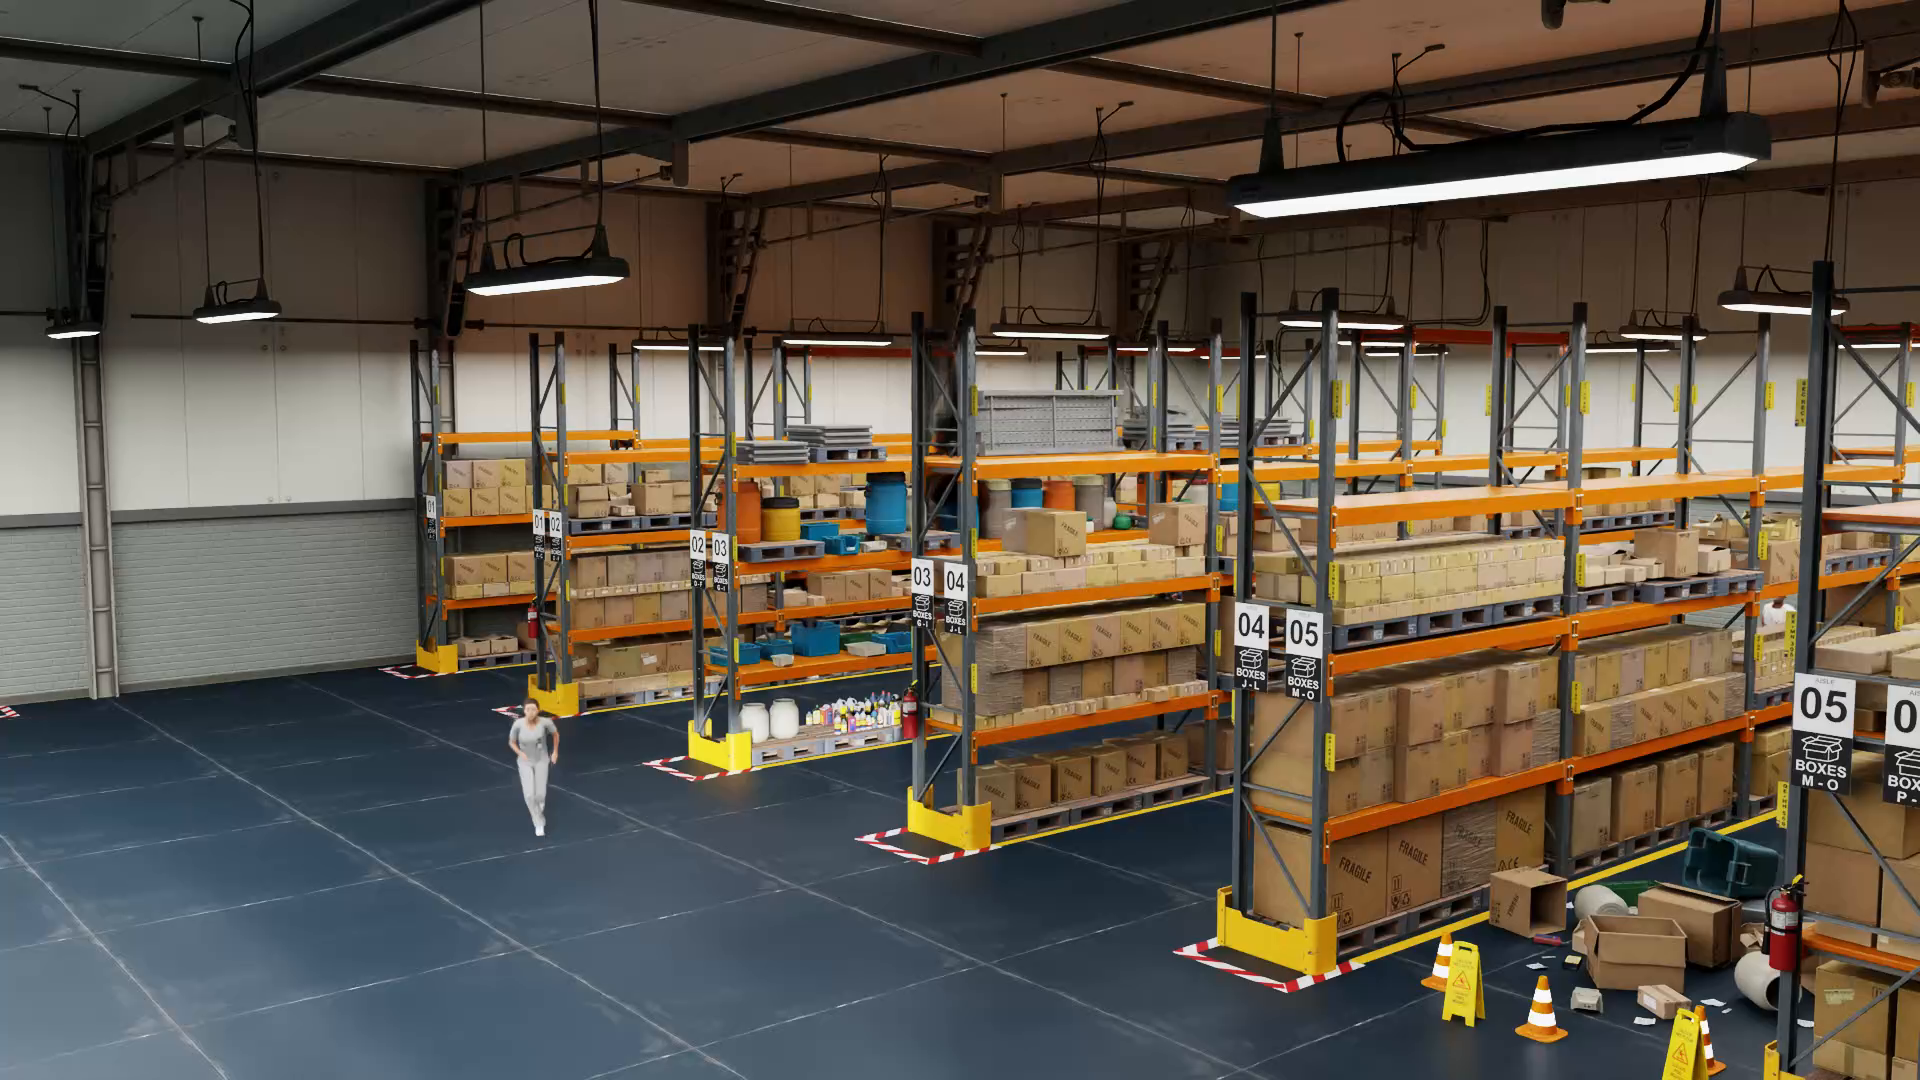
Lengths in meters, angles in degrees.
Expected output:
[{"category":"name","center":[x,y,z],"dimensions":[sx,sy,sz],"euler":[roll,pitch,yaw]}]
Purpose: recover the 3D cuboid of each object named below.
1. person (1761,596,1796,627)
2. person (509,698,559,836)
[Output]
[{"category":"person","center":[13.765,1.692,28.091],"dimensions":[0.726,1.794,0.674],"euler":[-5,7,-42]},{"category":"person","center":[-4.917,2.596,19.226],"dimensions":[0.549,1.612,0.713],"euler":[-1,5,-8]}]
